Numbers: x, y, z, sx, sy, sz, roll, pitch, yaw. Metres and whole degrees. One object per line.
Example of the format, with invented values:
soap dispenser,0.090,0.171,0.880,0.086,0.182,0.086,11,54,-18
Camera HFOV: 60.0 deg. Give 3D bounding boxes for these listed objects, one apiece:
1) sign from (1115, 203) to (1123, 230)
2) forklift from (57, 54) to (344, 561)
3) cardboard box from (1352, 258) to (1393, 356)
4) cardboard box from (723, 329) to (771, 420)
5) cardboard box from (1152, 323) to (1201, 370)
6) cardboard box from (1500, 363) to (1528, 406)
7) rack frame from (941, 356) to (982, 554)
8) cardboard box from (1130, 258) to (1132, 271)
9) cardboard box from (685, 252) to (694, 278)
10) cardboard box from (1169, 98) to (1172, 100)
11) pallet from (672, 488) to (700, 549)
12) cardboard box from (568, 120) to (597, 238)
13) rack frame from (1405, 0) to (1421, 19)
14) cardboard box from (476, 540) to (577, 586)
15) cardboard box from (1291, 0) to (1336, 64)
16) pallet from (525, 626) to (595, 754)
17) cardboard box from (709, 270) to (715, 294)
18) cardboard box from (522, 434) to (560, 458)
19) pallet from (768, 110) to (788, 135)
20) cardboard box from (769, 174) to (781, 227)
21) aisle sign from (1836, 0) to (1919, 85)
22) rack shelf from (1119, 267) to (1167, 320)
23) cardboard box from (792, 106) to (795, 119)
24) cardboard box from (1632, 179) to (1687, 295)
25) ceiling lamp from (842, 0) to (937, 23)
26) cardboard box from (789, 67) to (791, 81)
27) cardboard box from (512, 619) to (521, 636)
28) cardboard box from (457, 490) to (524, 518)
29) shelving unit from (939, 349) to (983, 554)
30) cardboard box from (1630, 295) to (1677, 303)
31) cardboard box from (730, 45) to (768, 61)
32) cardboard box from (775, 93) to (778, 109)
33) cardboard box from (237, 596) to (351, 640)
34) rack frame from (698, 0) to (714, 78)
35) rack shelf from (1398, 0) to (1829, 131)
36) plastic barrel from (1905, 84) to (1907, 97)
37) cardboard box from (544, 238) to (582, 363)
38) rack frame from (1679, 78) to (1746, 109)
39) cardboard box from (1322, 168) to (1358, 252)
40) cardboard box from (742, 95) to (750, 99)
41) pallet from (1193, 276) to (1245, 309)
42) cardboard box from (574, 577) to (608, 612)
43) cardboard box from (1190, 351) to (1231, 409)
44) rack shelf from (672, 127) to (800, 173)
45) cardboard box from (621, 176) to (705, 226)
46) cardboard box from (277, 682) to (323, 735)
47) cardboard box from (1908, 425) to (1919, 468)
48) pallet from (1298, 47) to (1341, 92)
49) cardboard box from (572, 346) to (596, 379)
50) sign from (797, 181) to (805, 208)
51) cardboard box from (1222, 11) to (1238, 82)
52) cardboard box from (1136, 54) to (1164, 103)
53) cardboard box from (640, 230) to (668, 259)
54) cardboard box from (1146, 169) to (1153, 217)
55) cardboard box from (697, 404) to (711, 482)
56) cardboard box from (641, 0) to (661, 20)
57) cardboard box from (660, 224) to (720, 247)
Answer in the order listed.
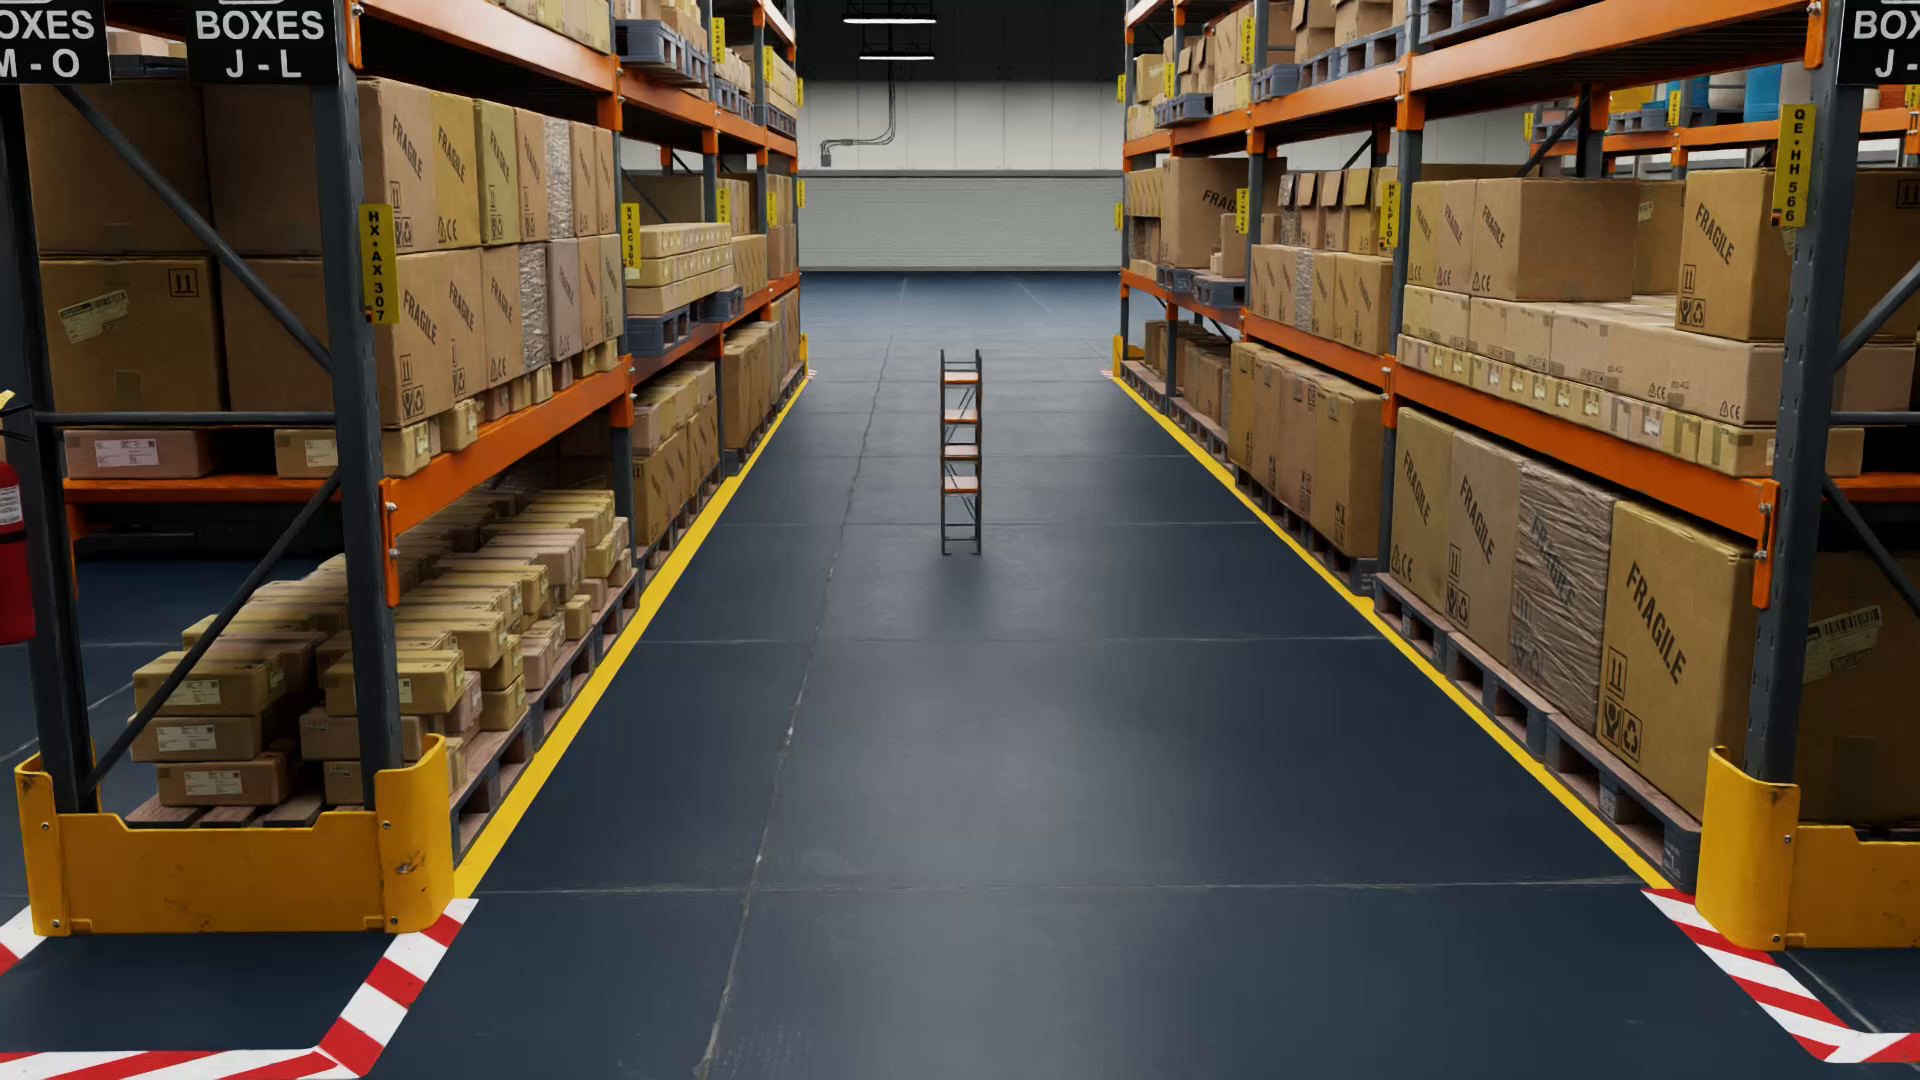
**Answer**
sign,1.941,-3.937,20.241,0.100,0.325,0.005,0,11,-1
forklift,-5.217,-1.415,10.162,3.031,2.935,1.130,0,11,-1
cardboard box,2.449,-1.270,9.023,0.500,0.500,0.500,0,11,-1
cardboard box,-2.276,-1.508,15.048,1.050,0.750,0.750,0,11,-1
cardboard box,2.526,-2.252,19.348,0.500,0.500,0.500,3,12,14
cardboard box,2.439,-0.636,6.781,0.380,0.149,0.250,-1,11,-3
rack frame,0.008,-0.507,10.039,0.240,1.200,0.015,0,11,-1
cardboard box,2.237,-3.284,19.834,0.380,0.149,0.250,0,11,-1
cardboard box,-1.805,-1.646,9.954,0.380,0.149,0.250,0,11,1
cardboard box,2.270,-4.375,16.409,0.380,0.149,0.250,0,11,1
pallet,-2.275,-0.160,10.817,1.003,0.211,1.213,0,11,-1
cardboard box,-1.933,-1.619,7.478,0.500,0.500,0.500,-1,11,-3
rack frame,2.731,-4.069,7.984,1.000,3.000,0.127,0,11,-1
cardboard box,-1.862,0.100,7.142,0.380,0.149,0.250,-1,11,-3
cardboard box,2.733,-3.530,11.553,0.797,0.503,0.637,0,11,2
pallet,-2.152,0.614,7.000,1.003,0.211,1.213,0,11,-1
cardboard box,-1.825,-1.707,11.004,0.380,0.149,0.250,-1,11,-4
cardboard box,-2.498,-0.624,9.436,0.500,0.250,0.500,-1,11,-3
pallet,-2.424,-4.550,18.122,1.003,0.211,1.213,0,11,-1
cardboard box,-2.369,-3.612,17.726,0.875,0.550,0.550,0,11,-1
aisle sign,2.516,-1.592,4.326,0.394,0.787,0.004,0,11,-1
rack shelf,2.525,-2.764,18.450,1.077,0.370,4.000,0,11,-1
cardboard box,-2.127,-5.001,19.446,0.380,0.149,0.250,0,11,-1
cardboard box,3.014,-1.379,7.555,0.500,0.500,0.500,0,11,-1
ceiling lamp,-1.489,-12.546,35.084,2.000,3.185,0.800,0,11,-1
cardboard box,-2.115,-5.289,18.860,0.380,0.149,0.250,0,11,0
cardboard box,-1.988,0.346,6.674,0.380,0.149,0.250,0,11,2
cardboard box,-2.430,-0.160,8.420,0.380,0.149,0.250,0,11,1
shelving unit,0.003,-0.555,10.278,0.258,1.200,0.503,0,11,-1
cardboard box,3.027,-0.910,7.131,0.500,0.250,0.500,0,11,0
cardboard box,-2.063,-4.785,16.377,0.380,0.149,0.250,0,11,-1
cardboard box,-2.079,-4.545,17.200,0.380,0.149,0.250,0,11,-2
cardboard box,-2.433,0.309,6.109,0.380,0.149,0.250,-1,11,-3
rack frame,-2.312,-4.864,11.902,1.000,3.000,0.127,0,11,-1
rack shelf,2.773,-1.849,6.394,1.077,0.370,4.000,0,11,-1
plastic barrel,7.801,-3.824,13.061,0.600,0.901,0.600,0,11,0
cardboard box,-1.919,-1.027,7.075,0.500,0.500,0.500,0,11,-1
rack frame,7.518,-5.680,15.923,1.000,3.000,0.127,0,11,-1
cardboard box,2.679,-2.057,10.378,0.797,0.503,0.637,0,11,1
cardboard box,-2.220,-4.231,15.394,0.500,0.250,0.500,0,11,-1
pallet,2.528,-1.971,13.215,1.213,0.211,1.003,0,11,-1
cardboard box,-1.889,0.243,7.929,0.380,0.149,0.250,-1,11,-3
cardboard box,2.548,-1.493,15.554,0.700,0.500,0.500,0,11,-2
rack shelf,-2.436,-4.234,18.150,1.077,0.370,4.000,0,11,-1
cardboard box,-2.312,-2.552,12.829,0.700,0.500,0.500,0,11,-1
cardboard box,-2.395,0.556,5.640,0.380,0.149,0.250,-1,11,-2
cardboard box,3.137,-0.283,5.041,0.380,0.149,0.250,0,11,-1
pallet,2.741,-2.952,10.495,1.003,0.211,1.213,0,11,1
cardboard box,-1.930,-0.846,7.815,0.380,0.149,0.250,0,11,1
sign,-1.935,-4.197,20.196,0.100,0.325,0.005,0,11,-1
cardboard box,2.367,-3.884,13.106,0.500,0.500,0.500,0,11,-1
cardboard box,2.244,-5.128,18.491,0.500,0.500,0.500,0,11,-1
cardboard box,-1.778,-1.583,8.898,0.380,0.149,0.250,0,11,2
cardboard box,2.261,-3.691,17.695,0.500,0.500,0.500,0,11,-1
cardboard box,-2.030,-0.672,11.557,0.500,0.500,0.500,0,11,1
cardboard box,-2.130,-3.163,9.745,0.797,0.503,0.637,0,11,-2
cardboard box,-1.826,-2.048,11.187,0.380,0.149,0.250,0,11,1
